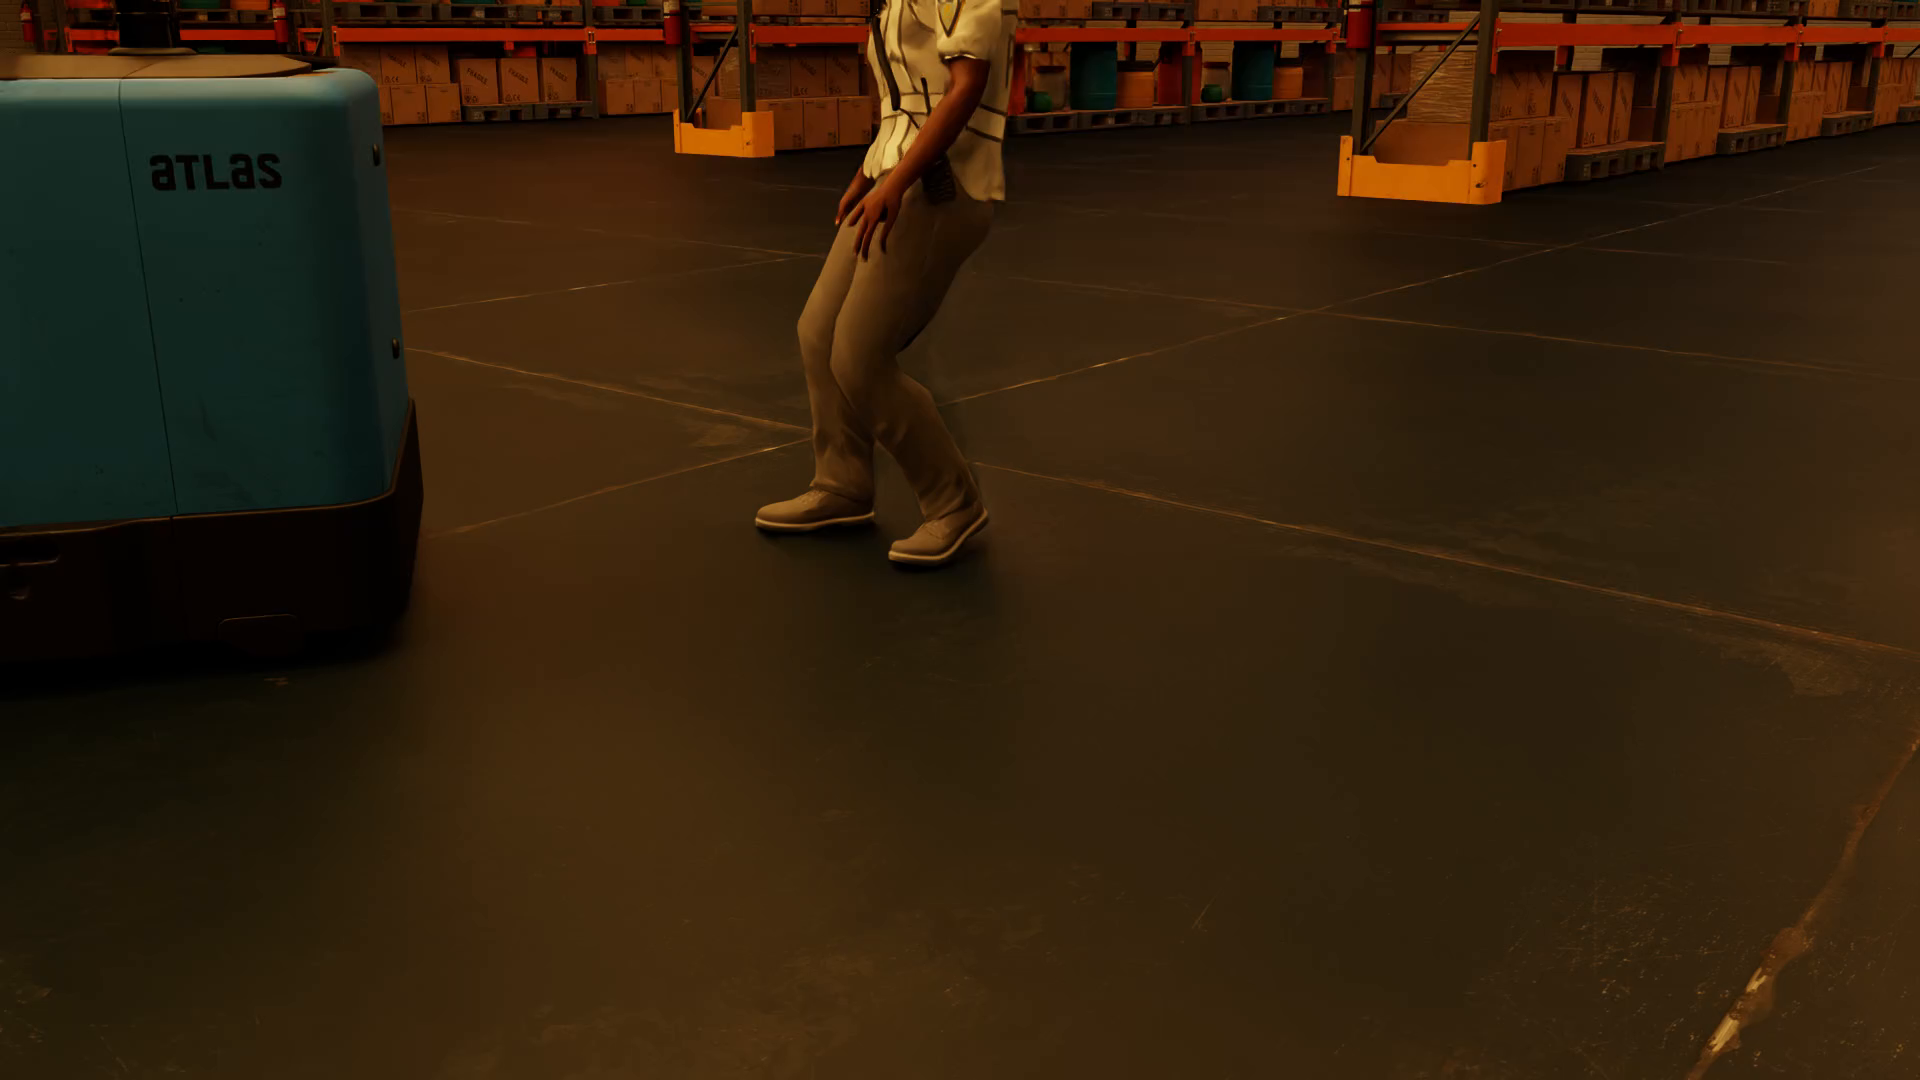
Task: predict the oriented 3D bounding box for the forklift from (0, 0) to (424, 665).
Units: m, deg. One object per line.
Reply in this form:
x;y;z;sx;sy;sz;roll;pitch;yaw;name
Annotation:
-2.656;-1.205;2.867;3.031;2.935;1.130;-4;17;-14;forklift

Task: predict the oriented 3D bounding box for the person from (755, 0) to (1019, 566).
-0.182;-0.775;3.690;0.587;1.629;0.643;-3;17;-9;person
